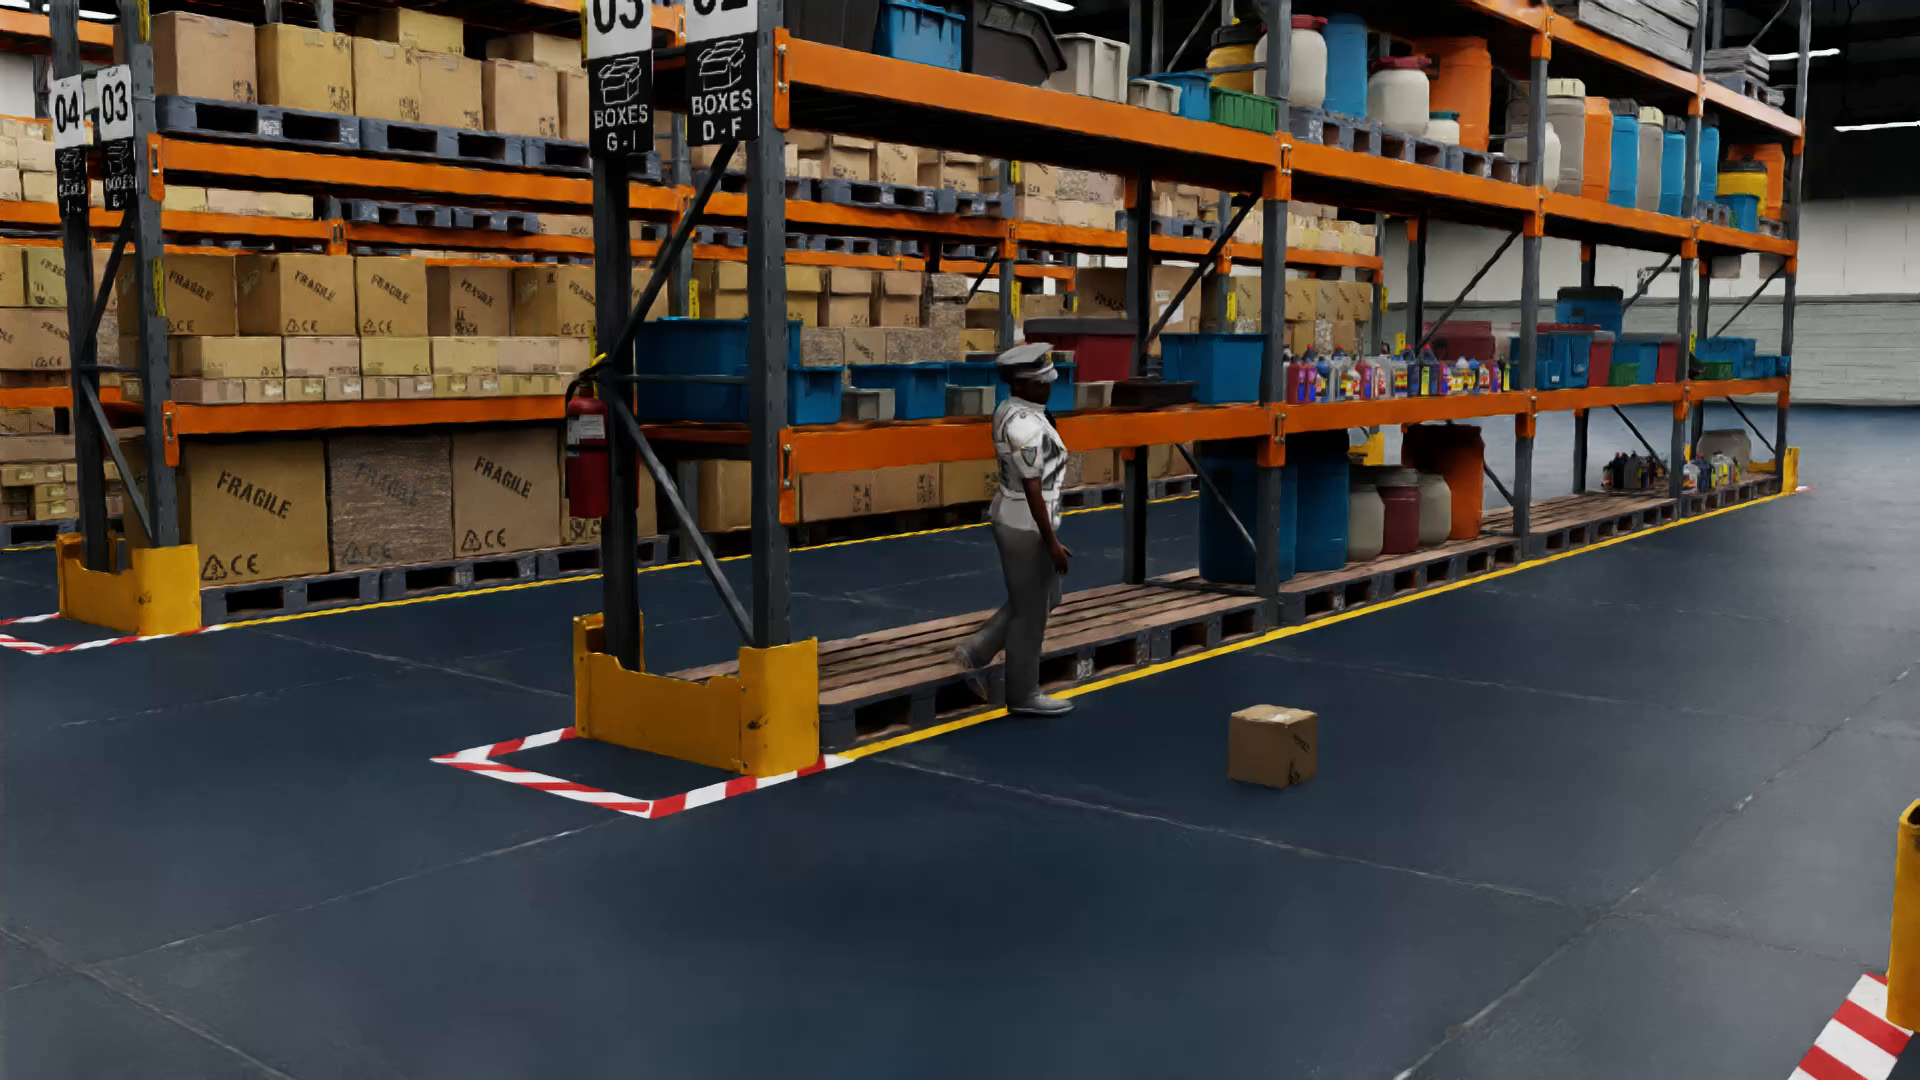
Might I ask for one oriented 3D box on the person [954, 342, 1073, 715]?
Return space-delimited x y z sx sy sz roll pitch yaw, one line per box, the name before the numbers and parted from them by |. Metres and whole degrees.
person | 0.251 -0.033 7.229 0.525 1.645 0.530 -1 7 -6
